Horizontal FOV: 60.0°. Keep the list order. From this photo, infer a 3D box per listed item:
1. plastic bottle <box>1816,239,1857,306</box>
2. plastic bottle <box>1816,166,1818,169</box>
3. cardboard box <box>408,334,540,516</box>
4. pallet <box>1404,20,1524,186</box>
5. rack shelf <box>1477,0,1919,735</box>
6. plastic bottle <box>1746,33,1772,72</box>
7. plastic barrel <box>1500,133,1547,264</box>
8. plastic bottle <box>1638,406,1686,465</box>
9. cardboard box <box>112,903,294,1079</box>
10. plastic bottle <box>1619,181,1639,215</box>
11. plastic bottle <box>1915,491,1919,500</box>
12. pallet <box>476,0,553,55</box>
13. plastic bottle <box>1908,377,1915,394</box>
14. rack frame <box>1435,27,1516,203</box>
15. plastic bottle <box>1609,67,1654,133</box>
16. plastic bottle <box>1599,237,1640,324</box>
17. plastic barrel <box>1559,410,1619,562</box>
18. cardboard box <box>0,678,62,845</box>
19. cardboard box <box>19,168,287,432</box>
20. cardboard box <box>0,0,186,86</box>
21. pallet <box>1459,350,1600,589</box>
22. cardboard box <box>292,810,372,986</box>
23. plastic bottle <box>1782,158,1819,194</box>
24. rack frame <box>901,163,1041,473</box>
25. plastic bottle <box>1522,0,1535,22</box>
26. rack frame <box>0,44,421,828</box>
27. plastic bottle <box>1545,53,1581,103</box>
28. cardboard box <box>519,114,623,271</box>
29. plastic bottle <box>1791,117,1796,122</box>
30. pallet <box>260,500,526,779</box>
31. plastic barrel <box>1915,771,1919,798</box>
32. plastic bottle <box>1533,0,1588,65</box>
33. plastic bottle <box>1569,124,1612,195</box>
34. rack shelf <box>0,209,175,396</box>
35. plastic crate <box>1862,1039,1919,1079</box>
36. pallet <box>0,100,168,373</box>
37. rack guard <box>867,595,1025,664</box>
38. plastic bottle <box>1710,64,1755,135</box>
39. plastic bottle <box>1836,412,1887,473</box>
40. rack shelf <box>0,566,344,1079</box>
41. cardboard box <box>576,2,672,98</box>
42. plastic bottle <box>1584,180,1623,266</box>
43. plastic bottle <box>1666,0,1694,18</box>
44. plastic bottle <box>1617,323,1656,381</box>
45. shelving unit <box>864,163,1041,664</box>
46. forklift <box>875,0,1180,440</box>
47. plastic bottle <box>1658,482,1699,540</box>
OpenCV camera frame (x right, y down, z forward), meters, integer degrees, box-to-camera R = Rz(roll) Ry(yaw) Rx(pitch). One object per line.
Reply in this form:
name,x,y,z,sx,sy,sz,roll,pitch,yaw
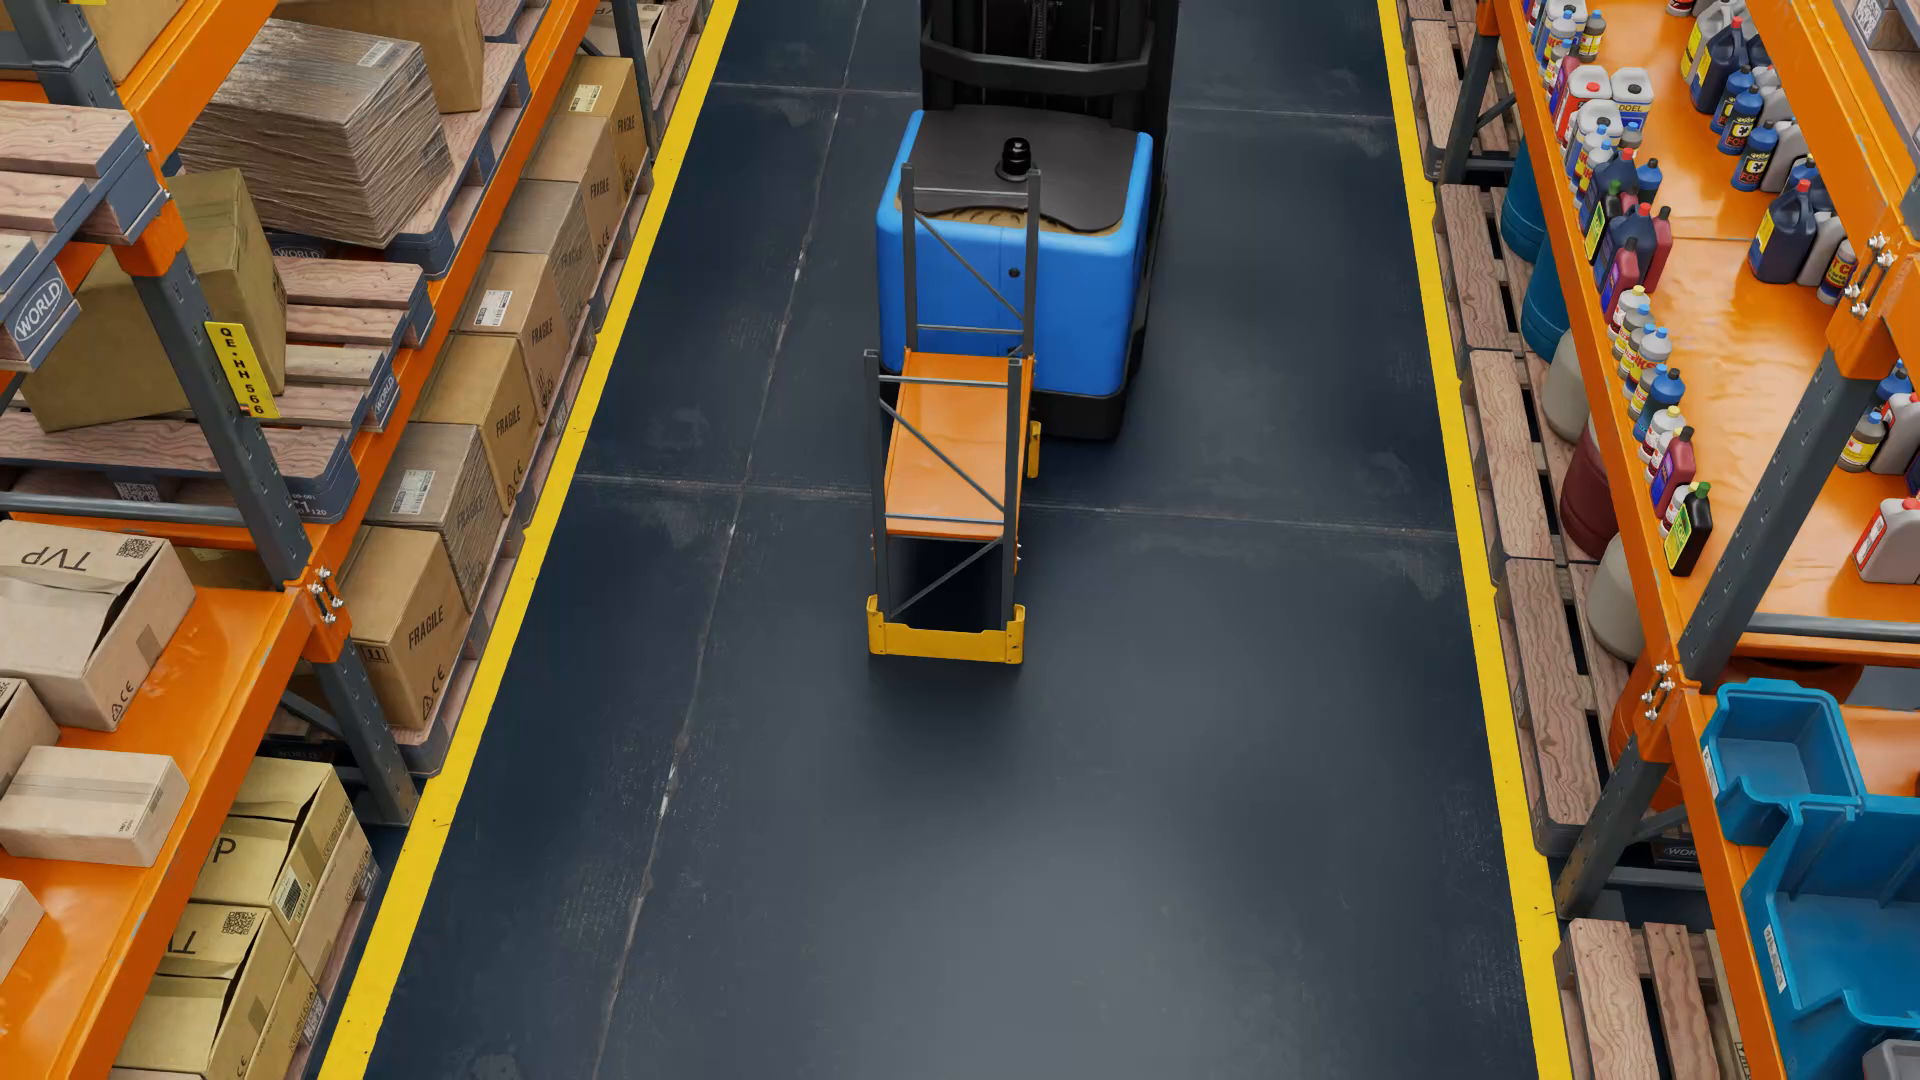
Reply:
plastic bottle,3.016,-0.932,5.657,0.097,0.271,0.097,0,48,0
plastic bottle,3.074,-1.254,5.944,0.061,0.283,0.133,4,48,4
cardboard box,-2.002,-0.457,6.531,0.500,0.500,0.500,3,48,3
pallet,2.905,-2.288,8.700,1.003,0.211,1.213,4,48,4
rack shelf,2.694,-0.974,6.096,1.077,0.370,4.000,4,48,4
plastic bottle,3.101,-1.837,6.430,0.144,0.351,0.185,4,48,4
plastic barrel,2.810,-1.722,7.429,0.600,0.901,0.708,4,48,4
plastic bottle,2.182,-0.331,5.154,0.097,0.201,0.097,0,48,0
cardboard box,-2.264,1.298,4.729,0.500,0.311,0.500,3,48,3
plastic bottle,2.317,-1.103,5.806,0.061,0.283,0.133,4,48,4
plastic bottle,2.920,-0.131,4.972,0.097,0.201,0.097,0,48,0
pallet,-2.238,-2.378,7.022,1.003,0.211,1.213,4,48,4
plastic bottle,2.973,-0.439,5.198,0.061,0.283,0.133,4,48,4
rack frame,2.876,-2.687,7.174,1.000,3.000,0.127,4,48,4
plastic bottle,2.522,-1.640,6.301,0.152,0.276,0.135,4,48,4
plastic bottle,2.228,-0.874,5.595,0.061,0.283,0.133,4,48,4
plastic barrel,2.642,-0.266,6.310,0.600,0.588,0.708,4,48,4
cardboard box,-2.695,0.591,4.237,0.500,0.311,0.500,3,48,3
cardboard box,-2.476,-0.729,5.032,0.700,0.500,0.500,-11,48,-10
cardboard box,-2.415,-1.452,3.945,0.910,0.500,0.500,4,48,4
pallet,2.656,-0.282,6.865,1.003,0.211,1.213,4,48,4
cardboard box,-2.226,1.106,5.284,0.500,0.250,0.500,5,48,4
plastic bottle,2.993,-1.242,5.941,0.097,0.271,0.097,0,48,0
rack frame,0.039,-0.817,6.481,0.500,1.500,0.032,4,48,4
plastic bottle,2.406,-2.308,6.908,0.061,0.283,0.133,4,48,4
rack frame,-2.421,-0.083,4.793,1.000,3.000,0.127,4,48,4
plastic bottle,2.366,-1.810,6.507,0.097,0.201,0.097,0,48,0
cardboard box,-1.869,-1.583,7.561,0.500,0.500,0.500,4,48,4
plastic bottle,3.087,-1.483,6.208,0.097,0.201,0.097,0,48,0
pallet,-2.315,0.312,6.322,1.003,0.211,1.213,4,48,4
plastic barrel,2.771,0.568,4.105,0.600,0.536,0.708,4,48,4
plastic bottle,2.421,-2.061,6.687,0.152,0.276,0.135,4,48,4
plastic bottle,2.311,-1.394,6.080,0.097,0.271,0.097,0,48,0
rack shelf,-2.603,0.617,2.608,1.077,0.370,4.000,4,48,4
plastic crate,2.060,1.398,3.395,0.402,0.464,0.583,4,48,4
pallet,-2.394,-0.527,3.294,1.213,0.211,1.003,6,48,5
rack guard,-0.052,0.338,6.272,0.587,0.250,0.087,4,48,4
plastic bottle,2.957,-1.687,6.348,0.097,0.271,0.097,0,48,0
plastic bottle,2.789,-0.311,5.136,0.097,0.201,0.097,0,48,0
rack shelf,-2.603,1.629,3.715,1.077,0.370,4.000,4,48,4
cardboard box,-1.803,-2.557,8.580,0.500,0.311,0.500,4,48,4
plastic bottle,2.257,-1.108,5.809,0.061,0.283,0.133,4,48,4
plastic bottle,3.036,-2.303,6.958,0.097,0.201,0.097,0,48,0
plastic bottle,2.218,-0.617,5.416,0.097,0.201,0.097,0,48,0
shelving unit,-0.007,-0.450,6.145,0.587,1.500,1.083,4,48,4
forklift,0.420,-2.519,7.068,1.130,2.935,3.031,8,48,7
plastic bottle,2.152,-0.090,4.934,0.097,0.201,0.097,0,48,0
